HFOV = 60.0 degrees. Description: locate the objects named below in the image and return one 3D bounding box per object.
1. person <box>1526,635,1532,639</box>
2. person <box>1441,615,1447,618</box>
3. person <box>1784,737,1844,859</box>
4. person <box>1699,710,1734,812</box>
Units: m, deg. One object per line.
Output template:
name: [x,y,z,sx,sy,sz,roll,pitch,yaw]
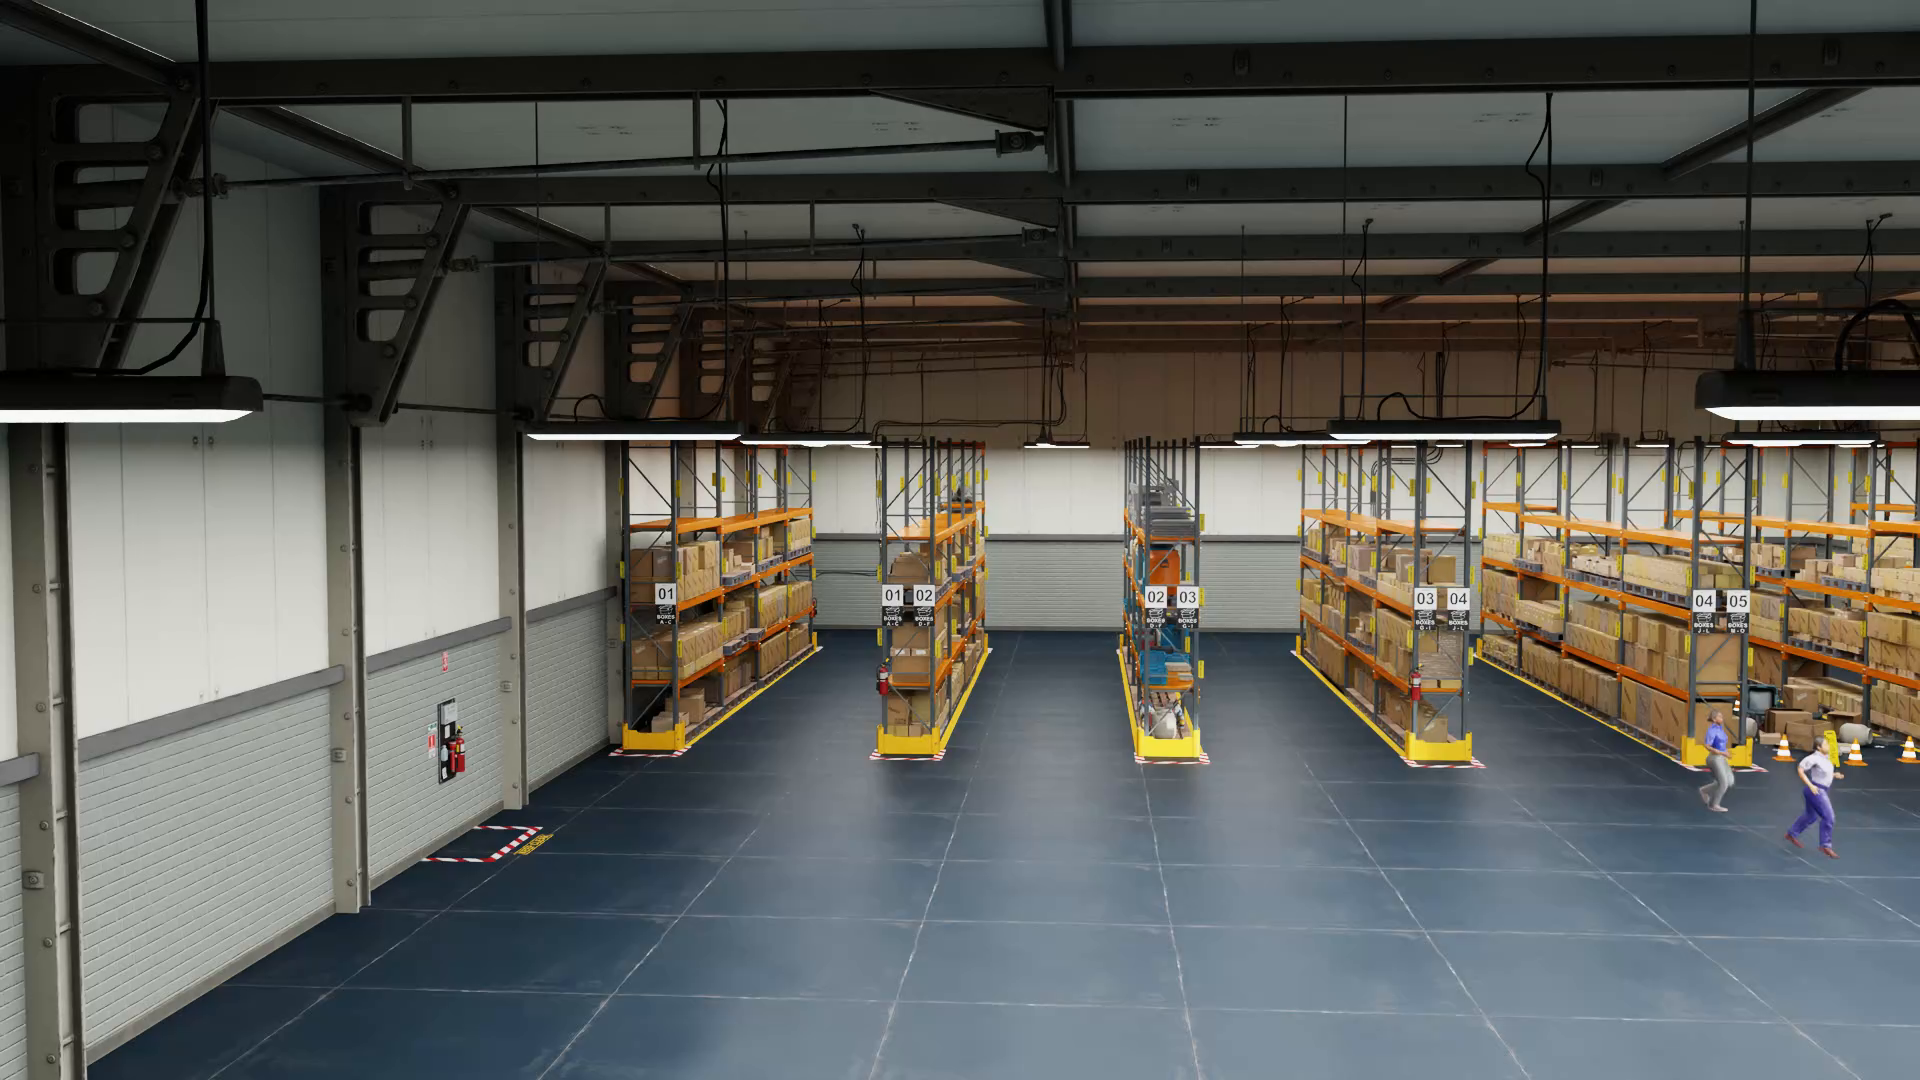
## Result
person: [16.146,2.341,46.817,0.764,1.729,0.961,-2,4,-37]
person: [13.495,2.419,46.681,0.849,1.565,0.593,-2,4,-39]
person: [12.150,3.636,23.670,0.756,1.700,0.596,2,4,37]
person: [12.022,3.508,26.404,0.578,1.594,0.572,3,4,41]
